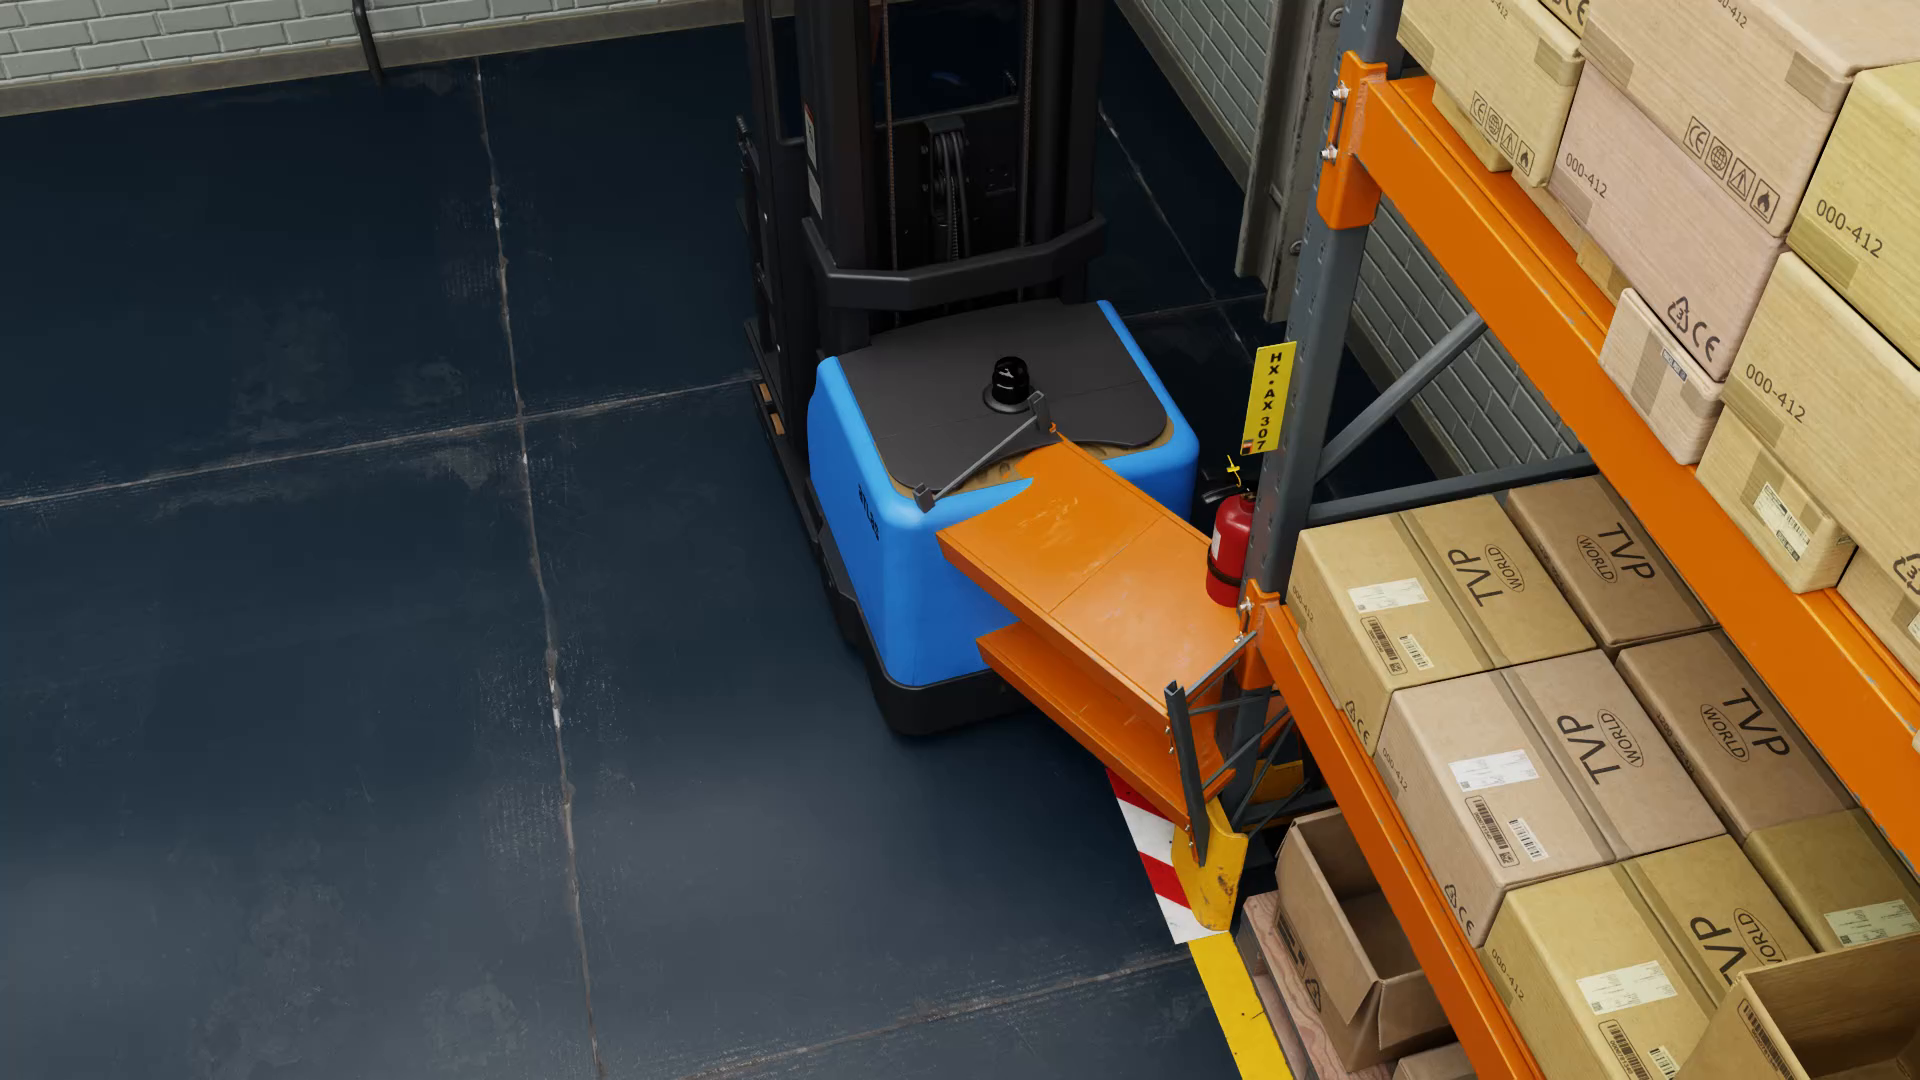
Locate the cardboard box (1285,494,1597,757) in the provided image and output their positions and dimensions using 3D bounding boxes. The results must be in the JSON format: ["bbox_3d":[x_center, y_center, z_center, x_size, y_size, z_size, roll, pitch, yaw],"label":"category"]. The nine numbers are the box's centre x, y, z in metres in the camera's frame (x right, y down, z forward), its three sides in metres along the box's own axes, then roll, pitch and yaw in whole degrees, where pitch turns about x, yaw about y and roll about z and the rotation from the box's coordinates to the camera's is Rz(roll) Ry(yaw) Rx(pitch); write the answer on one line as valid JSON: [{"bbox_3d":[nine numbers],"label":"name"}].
[{"bbox_3d":[1.098,0.189,3.861,0.500,0.250,0.500,-10,47,-10],"label":"cardboard box"}]

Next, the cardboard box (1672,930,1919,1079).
[{"bbox_3d":[1.483,0.962,2.579,0.500,0.500,0.500,-10,46,-9],"label":"cardboard box"}]

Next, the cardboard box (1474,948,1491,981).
[{"bbox_3d":[1.278,0.771,3.570,0.380,0.149,0.250,-9,46,-9],"label":"cardboard box"}]

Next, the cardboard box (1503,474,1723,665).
[{"bbox_3d":[1.617,0.096,3.953,0.500,0.250,0.500,-9,46,-9],"label":"cardboard box"}]

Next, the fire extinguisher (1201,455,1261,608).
[{"bbox_3d":[0.758,0.019,4.447,0.296,0.674,0.183,-11,47,-10],"label":"fire extinguisher"}]

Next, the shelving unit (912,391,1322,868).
[{"bbox_3d":[0.496,0.316,4.993,0.538,1.125,1.048,-39,53,-17],"label":"shelving unit"}]

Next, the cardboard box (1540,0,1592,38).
[{"bbox_3d":[1.113,-1.046,2.621,0.500,0.250,0.500,-11,47,-11],"label":"cardboard box"}]

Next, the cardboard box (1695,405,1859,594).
[{"bbox_3d":[1.279,-0.094,2.318,0.380,0.149,0.250,-11,47,-10],"label":"cardboard box"}]

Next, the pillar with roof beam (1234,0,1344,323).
[{"bbox_3d":[-2.738,-3.461,3.341,9.100,9.000,0.400,-11,47,-10],"label":"pillar with roof beam"}]

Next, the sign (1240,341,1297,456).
[{"bbox_3d":[0.718,-0.326,3.863,0.100,0.325,0.005,-11,47,-10],"label":"sign"}]

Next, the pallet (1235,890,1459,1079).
[{"bbox_3d":[1.467,1.457,4.675,1.003,0.211,1.213,-11,47,-10],"label":"pallet"}]

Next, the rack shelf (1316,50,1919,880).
[{"bbox_3d":[1.755,0.461,2.102,1.077,0.370,4.000,-11,47,-10],"label":"rack shelf"}]

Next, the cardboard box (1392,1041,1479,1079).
[{"bbox_3d":[1.379,1.469,4.412,0.380,0.149,0.250,-12,47,-12],"label":"cardboard box"}]

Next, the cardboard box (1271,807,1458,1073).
[{"bbox_3d":[1.308,1.045,4.580,0.797,0.503,0.637,-12,47,-12],"label":"cardboard box"}]

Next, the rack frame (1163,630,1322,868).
[{"bbox_3d":[0.822,0.575,4.702,0.500,1.125,0.032,-39,53,-17],"label":"rack frame"}]

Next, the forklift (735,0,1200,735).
[{"bbox_3d":[-0.199,-1.451,5.620,1.130,2.935,3.031,-13,47,-13],"label":"forklift"}]

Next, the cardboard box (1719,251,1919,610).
[{"bbox_3d":[1.361,-0.164,2.107,0.500,0.250,0.500,-12,47,-12],"label":"cardboard box"}]

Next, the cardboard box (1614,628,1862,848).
[{"bbox_3d":[1.748,0.452,3.604,0.500,0.250,0.500,-11,47,-10],"label":"cardboard box"}]

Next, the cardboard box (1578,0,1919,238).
[{"bbox_3d":[1.225,-0.691,2.274,0.500,0.250,0.500,-11,47,-11],"label":"cardboard box"}]

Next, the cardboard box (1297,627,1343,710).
[{"bbox_3d":[1.061,0.243,4.087,0.380,0.149,0.250,-11,47,-11],"label":"cardboard box"}]

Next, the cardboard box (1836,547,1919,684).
[{"bbox_3d":[1.402,0.065,2.162,0.380,0.149,0.250,-11,47,-11],"label":"cardboard box"}]

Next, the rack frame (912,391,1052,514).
[{"bbox_3d":[0.170,0.058,5.285,0.500,1.125,0.032,-39,53,-17],"label":"rack frame"}]

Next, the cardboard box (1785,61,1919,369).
[{"bbox_3d":[1.367,-0.347,1.936,0.500,0.250,0.500,-11,47,-11],"label":"cardboard box"}]

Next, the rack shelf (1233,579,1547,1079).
[{"bbox_3d":[1.755,1.511,3.173,1.077,0.370,4.000,-11,47,-10],"label":"rack shelf"}]

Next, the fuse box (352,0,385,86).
[{"bbox_3d":[-2.953,-2.933,7.926,0.539,1.711,0.414,-11,47,-10],"label":"fuse box"}]

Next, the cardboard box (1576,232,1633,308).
[{"bbox_3d":[1.241,-0.465,2.681,0.380,0.149,0.250,-11,47,-10],"label":"cardboard box"}]

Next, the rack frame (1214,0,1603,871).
[{"bbox_3d":[1.243,-0.122,4.269,1.000,3.000,0.127,-11,47,-10],"label":"rack frame"}]

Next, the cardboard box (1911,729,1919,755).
[{"bbox_3d":[1.398,0.255,1.976,0.380,0.149,0.250,-11,47,-10],"label":"cardboard box"}]

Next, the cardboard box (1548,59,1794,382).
[{"bbox_3d":[1.242,-0.520,2.456,0.500,0.250,0.500,-10,46,-10],"label":"cardboard box"}]

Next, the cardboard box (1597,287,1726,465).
[{"bbox_3d":[1.205,-0.274,2.494,0.380,0.149,0.250,-10,46,-9],"label":"cardboard box"}]

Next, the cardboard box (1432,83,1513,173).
[{"bbox_3d":[1.099,-0.821,3.030,0.380,0.149,0.250,-10,46,-9],"label":"cardboard box"}]

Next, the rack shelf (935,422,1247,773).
[{"bbox_3d":[0.437,0.138,4.769,0.538,0.278,1.000,-39,53,-17],"label":"rack shelf"}]

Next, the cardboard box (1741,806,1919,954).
[{"bbox_3d":[1.870,0.795,3.268,0.500,0.250,0.500,-9,46,-9],"label":"cardboard box"}]

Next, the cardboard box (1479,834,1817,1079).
[{"bbox_3d":[1.361,0.886,3.178,0.500,0.250,0.500,-12,47,-11],"label":"cardboard box"}]

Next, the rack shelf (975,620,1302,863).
[{"bbox_3d":[0.545,0.465,5.181,0.538,0.278,1.000,-39,53,-17],"label":"rack shelf"}]

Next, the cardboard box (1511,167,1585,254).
[{"bbox_3d":[1.192,-0.645,2.858,0.380,0.149,0.250,-10,46,-10],"label":"cardboard box"}]

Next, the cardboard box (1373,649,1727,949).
[{"bbox_3d":[1.228,0.537,3.520,0.500,0.250,0.500,-10,46,-10],"label":"cardboard box"}]

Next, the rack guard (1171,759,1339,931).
[{"bbox_3d":[1.262,0.806,5.111,1.175,0.500,0.348,-11,47,-10],"label":"rack guard"}]

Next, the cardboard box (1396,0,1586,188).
[{"bbox_3d":[1.092,-0.867,2.796,0.500,0.250,0.500,-11,47,-11],"label":"cardboard box"}]

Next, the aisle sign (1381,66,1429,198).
[{"bbox_3d":[0.941,-1.025,3.334,0.394,0.787,0.004,-11,47,-10],"label":"aisle sign"}]
